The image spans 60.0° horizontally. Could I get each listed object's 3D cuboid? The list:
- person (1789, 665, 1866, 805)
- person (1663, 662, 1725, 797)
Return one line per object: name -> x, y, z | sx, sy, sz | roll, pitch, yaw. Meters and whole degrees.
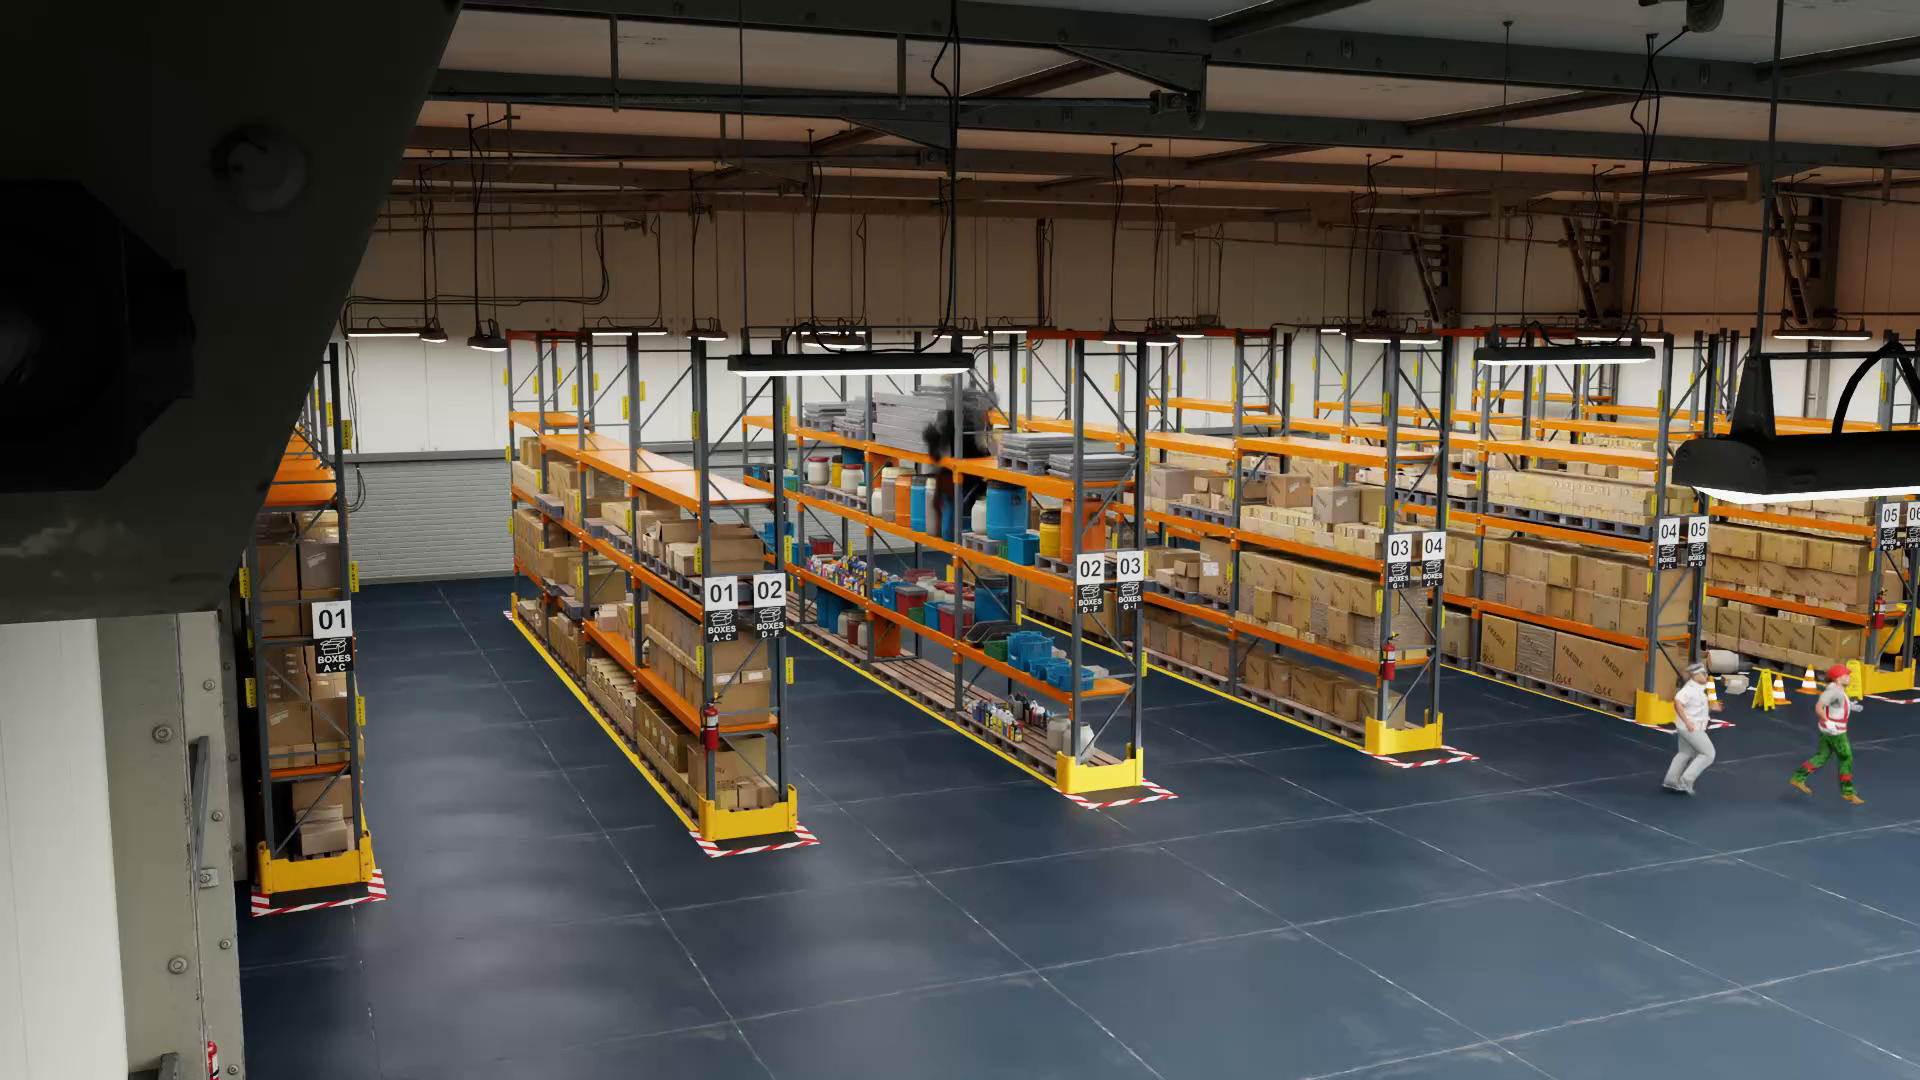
person -> 11.335, 2.504, 21.651 | 0.916, 1.815, 0.629 | 2, 8, 17
person -> 9.720, 2.494, 21.979 | 0.700, 1.811, 0.631 | 2, 8, 17
